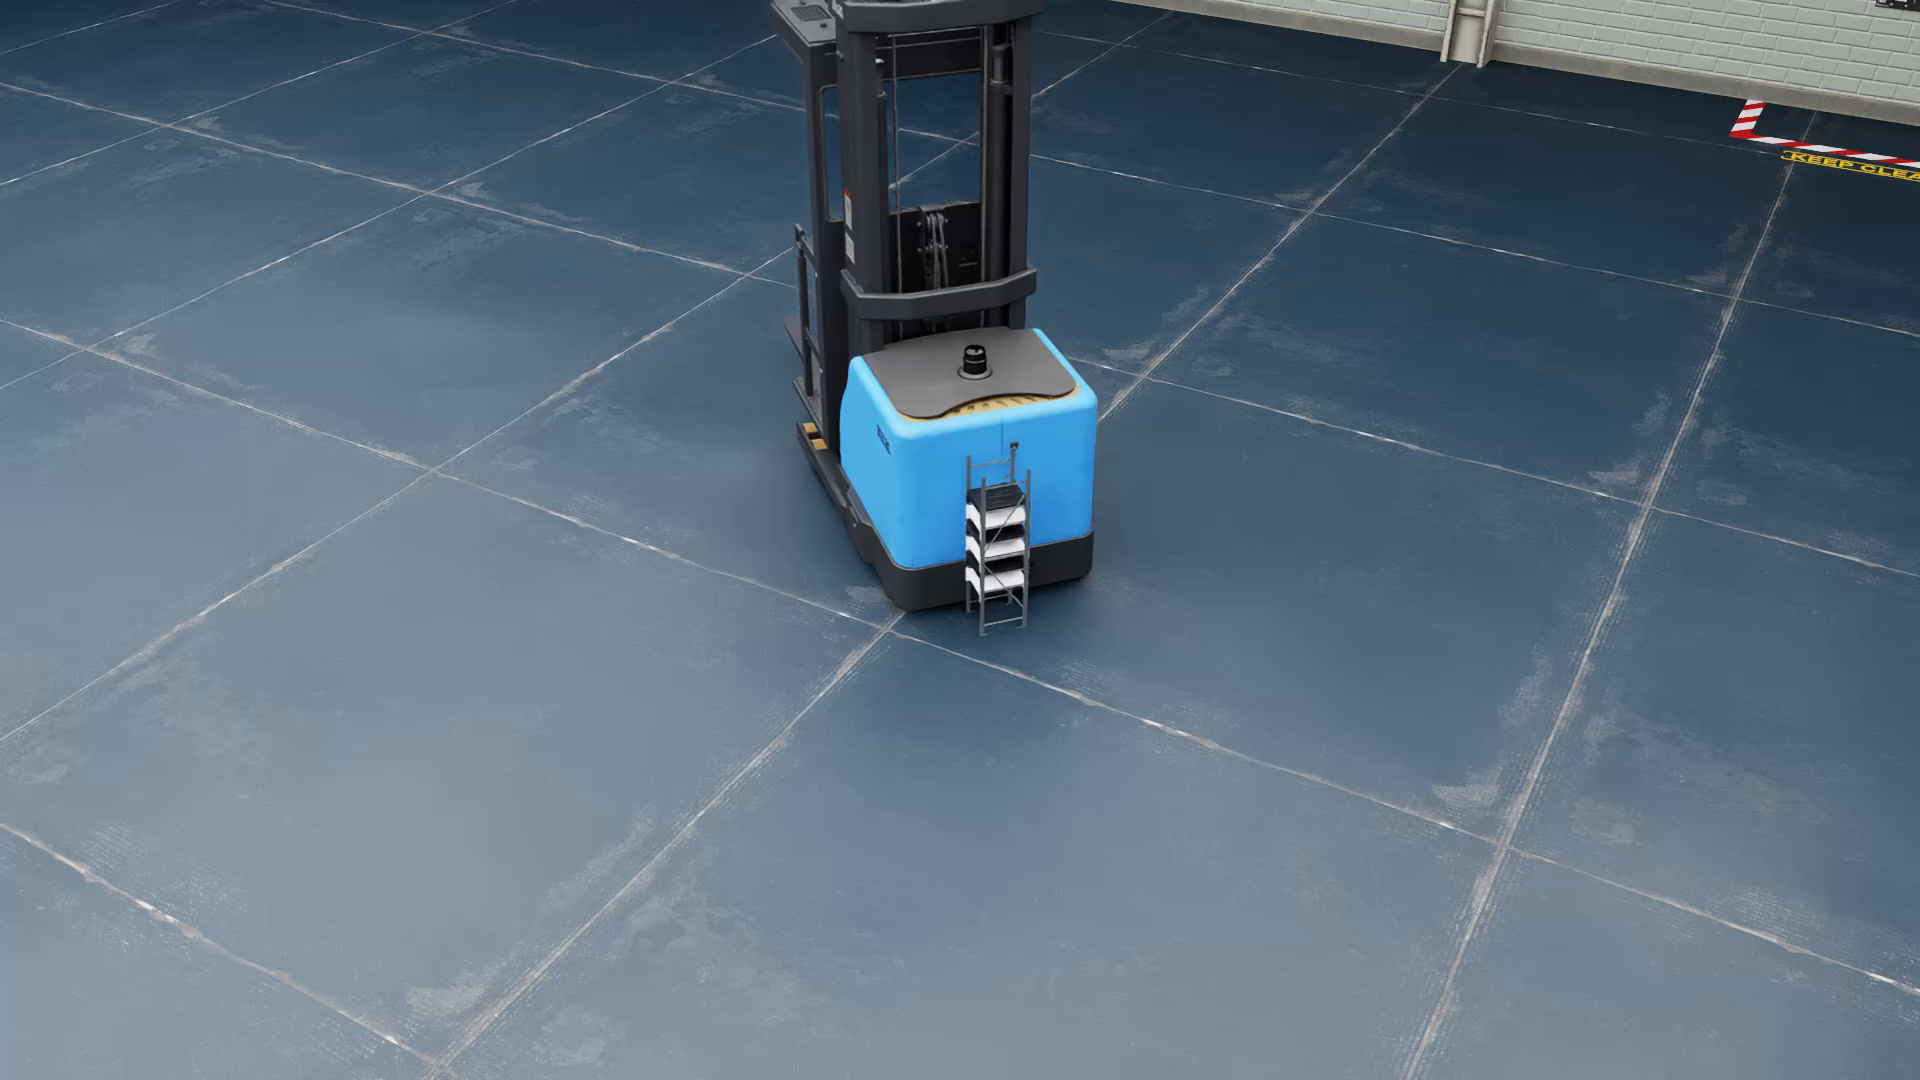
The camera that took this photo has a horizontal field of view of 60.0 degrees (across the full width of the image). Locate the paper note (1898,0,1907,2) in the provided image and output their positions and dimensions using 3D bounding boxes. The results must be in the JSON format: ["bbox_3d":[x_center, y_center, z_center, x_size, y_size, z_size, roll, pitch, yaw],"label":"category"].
[{"bbox_3d":[7.663,-4.475,13.559,0.142,0.148,0.016,18,37,24],"label":"paper note"}]

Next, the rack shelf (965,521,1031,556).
[{"bbox_3d":[0.178,-0.030,7.881,0.258,0.077,0.200,-11,35,-16],"label":"rack shelf"}]

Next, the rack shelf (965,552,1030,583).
[{"bbox_3d":[0.178,0.120,7.981,0.258,0.077,0.200,-11,35,-16],"label":"rack shelf"}]

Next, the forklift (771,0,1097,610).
[{"bbox_3d":[-0.292,-1.690,8.644,1.130,2.935,3.031,-11,35,-16],"label":"forklift"}]

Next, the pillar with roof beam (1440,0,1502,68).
[{"bbox_3d":[2.563,-6.138,9.848,0.400,9.000,9.100,18,37,24],"label":"pillar with roof beam"}]

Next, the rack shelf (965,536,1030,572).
[{"bbox_3d":[0.178,0.045,7.931,0.258,0.077,0.200,-11,35,-16],"label":"rack shelf"}]

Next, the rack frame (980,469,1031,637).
[{"bbox_3d":[0.211,0.070,7.832,0.240,0.900,0.006,-11,35,-16],"label":"rack frame"}]

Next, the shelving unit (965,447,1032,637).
[{"bbox_3d":[0.178,0.017,7.912,0.258,0.900,0.210,-11,35,-16],"label":"shelving unit"}]

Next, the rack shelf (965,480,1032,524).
[{"bbox_3d":[0.178,-0.180,7.781,0.258,0.077,0.200,-11,35,-16],"label":"rack shelf"}]

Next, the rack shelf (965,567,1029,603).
[{"bbox_3d":[0.178,0.195,8.031,0.258,0.077,0.200,-11,35,-16],"label":"rack shelf"}]

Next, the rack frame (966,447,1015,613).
[{"bbox_3d":[0.145,-0.036,7.992,0.240,0.900,0.006,-11,35,-16],"label":"rack frame"}]

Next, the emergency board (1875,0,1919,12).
[{"bbox_3d":[7.784,-4.771,13.209,0.626,1.169,0.157,18,37,24],"label":"emergency board"}]

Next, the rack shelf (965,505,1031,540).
[{"bbox_3d":[0.178,-0.105,7.831,0.258,0.077,0.200,-11,35,-16],"label":"rack shelf"}]
